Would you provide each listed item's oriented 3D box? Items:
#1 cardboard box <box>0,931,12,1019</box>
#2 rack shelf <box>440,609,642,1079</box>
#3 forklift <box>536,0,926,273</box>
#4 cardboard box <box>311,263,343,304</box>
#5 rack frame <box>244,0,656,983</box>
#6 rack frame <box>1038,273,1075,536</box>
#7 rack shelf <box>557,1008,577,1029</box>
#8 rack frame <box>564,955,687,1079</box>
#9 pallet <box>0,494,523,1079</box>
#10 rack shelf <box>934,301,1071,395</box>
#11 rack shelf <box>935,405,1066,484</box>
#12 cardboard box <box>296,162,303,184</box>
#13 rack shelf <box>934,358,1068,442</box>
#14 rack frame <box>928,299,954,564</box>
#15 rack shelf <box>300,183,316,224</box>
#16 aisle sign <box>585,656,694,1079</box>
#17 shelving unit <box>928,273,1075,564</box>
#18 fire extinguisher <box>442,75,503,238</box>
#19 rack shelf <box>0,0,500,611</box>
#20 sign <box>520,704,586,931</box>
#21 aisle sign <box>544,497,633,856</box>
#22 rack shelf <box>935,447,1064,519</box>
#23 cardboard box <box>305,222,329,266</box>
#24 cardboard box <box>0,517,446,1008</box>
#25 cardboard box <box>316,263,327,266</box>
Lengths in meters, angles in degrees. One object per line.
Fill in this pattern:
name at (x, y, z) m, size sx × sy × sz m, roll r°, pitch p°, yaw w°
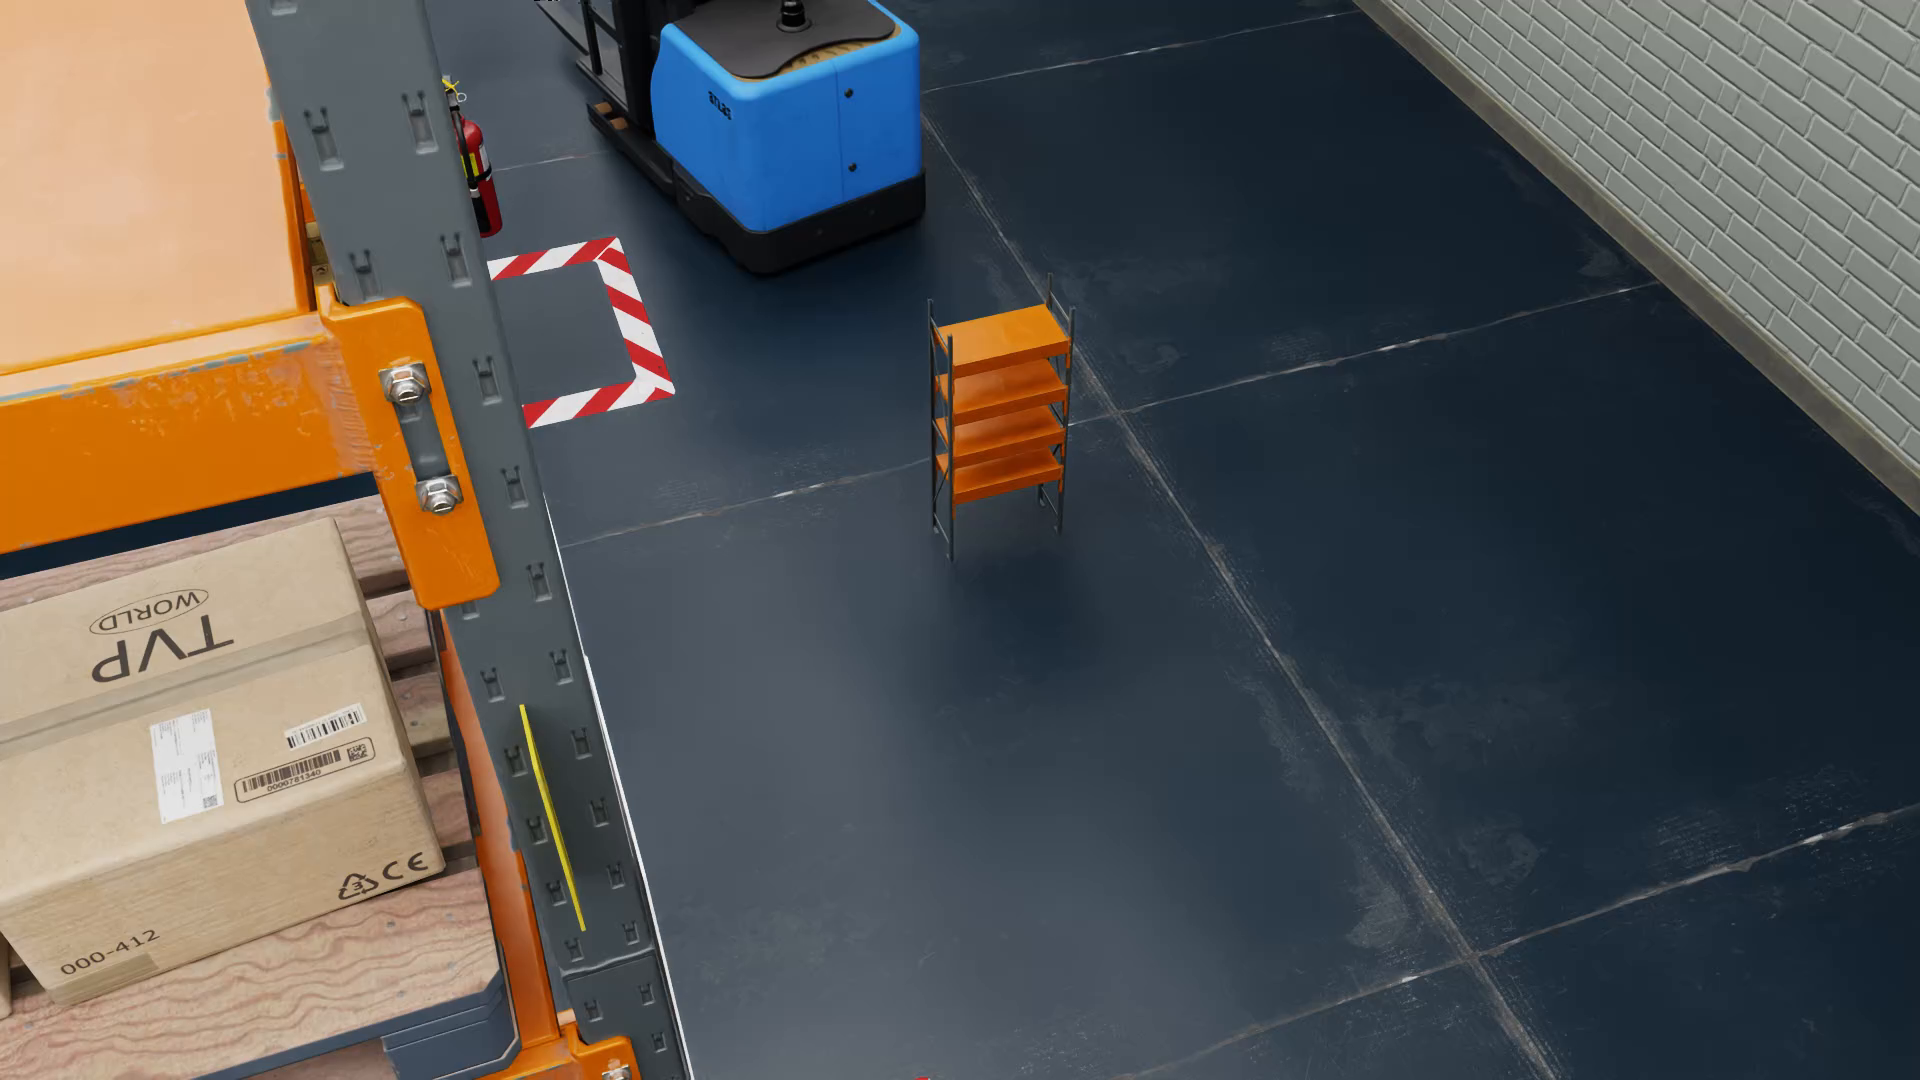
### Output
cardboard box at (-1.402, 0.473, 2.162) m, size 0.250 × 0.149 × 0.380 m, roll -18°, pitch 48°, yaw -17°
rack shelf at (-2.524, 0.981, 2.354) m, size 4.000 × 0.370 × 1.077 m, roll -14°, pitch 47°, yaw -14°
forklift at (-1.423, -3.377, 8.356) m, size 1.130 × 2.935 × 3.031 m, roll -26°, pitch 50°, yaw -23°
cardboard box at (-2.830, -1.024, 7.259) m, size 0.250 × 0.149 × 0.380 m, roll -14°, pitch 47°, yaw -13°
rack frame at (-0.643, -0.813, 1.516) m, size 0.127 × 3.000 × 1.000 m, roll -14°, pitch 47°, yaw -14°
rack frame at (0.385, -0.522, 6.732) m, size 0.015 × 1.200 × 0.240 m, roll -14°, pitch 47°, yaw -14°
rack shelf at (-2.524, 2.040, 3.417) m, size 4.000 × 0.370 × 1.077 m, roll -14°, pitch 47°, yaw -14°
rack frame at (-0.643, 1.305, 3.641) m, size 0.127 × 3.000 × 1.000 m, roll -14°, pitch 47°, yaw -14°
pallet at (-1.337, 0.463, 2.425) m, size 1.213 × 0.211 × 1.003 m, roll -14°, pitch 47°, yaw -14°
rack shelf at (0.156, -0.741, 6.396) m, size 0.480 × 0.148 × 0.258 m, roll -14°, pitch 47°, yaw -14°
rack shelf at (0.156, -0.416, 6.722) m, size 0.480 × 0.148 × 0.258 m, roll -14°, pitch 47°, yaw -14°
cardboard box at (-2.629, -1.613, 6.727) m, size 0.250 × 0.149 × 0.380 m, roll -14°, pitch 47°, yaw -14°
rack shelf at (0.156, -0.574, 6.563) m, size 0.480 × 0.148 × 0.258 m, roll -14°, pitch 47°, yaw -14°
rack frame at (-0.074, -0.405, 6.616) m, size 0.015 × 1.200 × 0.240 m, roll -14°, pitch 47°, yaw -14°
rack shelf at (-4.299, -1.234, 6.679) m, size 4.000 × 0.370 × 1.077 m, roll -14°, pitch 47°, yaw -14°
aisle sign at (-0.470, 0.576, 2.532) m, size 0.004 × 0.787 × 0.394 m, roll -14°, pitch 47°, yaw -14°
shelving unit at (0.156, -0.463, 6.674) m, size 0.503 × 1.200 × 0.258 m, roll -14°, pitch 47°, yaw -14°
fire extinguisher at (-2.025, -1.563, 6.817) m, size 0.183 × 0.674 × 0.296 m, roll -14°, pitch 47°, yaw -14°
rack shelf at (-2.524, 0.063, 1.433) m, size 4.000 × 0.370 × 1.077 m, roll -14°, pitch 47°, yaw -14°
sign at (-0.471, 0.326, 1.929) m, size 0.005 × 0.325 × 0.100 m, roll -14°, pitch 47°, yaw -14°
aisle sign at (-0.673, 0.177, 2.930) m, size 0.004 × 0.787 × 0.394 m, roll -14°, pitch 47°, yaw -14°
rack shelf at (0.156, -0.276, 6.862) m, size 0.480 × 0.148 × 0.258 m, roll -14°, pitch 47°, yaw -14°
cardboard box at (-3.026, -1.421, 7.654) m, size 0.250 × 0.149 × 0.380 m, roll -16°, pitch 47°, yaw -16°
cardboard box at (-1.035, 0.283, 2.280) m, size 0.500 × 0.250 × 0.500 m, roll -18°, pitch 48°, yaw -17°
cardboard box at (-2.998, -1.261, 7.704) m, size 0.250 × 0.149 × 0.380 m, roll -13°, pitch 46°, yaw -12°
